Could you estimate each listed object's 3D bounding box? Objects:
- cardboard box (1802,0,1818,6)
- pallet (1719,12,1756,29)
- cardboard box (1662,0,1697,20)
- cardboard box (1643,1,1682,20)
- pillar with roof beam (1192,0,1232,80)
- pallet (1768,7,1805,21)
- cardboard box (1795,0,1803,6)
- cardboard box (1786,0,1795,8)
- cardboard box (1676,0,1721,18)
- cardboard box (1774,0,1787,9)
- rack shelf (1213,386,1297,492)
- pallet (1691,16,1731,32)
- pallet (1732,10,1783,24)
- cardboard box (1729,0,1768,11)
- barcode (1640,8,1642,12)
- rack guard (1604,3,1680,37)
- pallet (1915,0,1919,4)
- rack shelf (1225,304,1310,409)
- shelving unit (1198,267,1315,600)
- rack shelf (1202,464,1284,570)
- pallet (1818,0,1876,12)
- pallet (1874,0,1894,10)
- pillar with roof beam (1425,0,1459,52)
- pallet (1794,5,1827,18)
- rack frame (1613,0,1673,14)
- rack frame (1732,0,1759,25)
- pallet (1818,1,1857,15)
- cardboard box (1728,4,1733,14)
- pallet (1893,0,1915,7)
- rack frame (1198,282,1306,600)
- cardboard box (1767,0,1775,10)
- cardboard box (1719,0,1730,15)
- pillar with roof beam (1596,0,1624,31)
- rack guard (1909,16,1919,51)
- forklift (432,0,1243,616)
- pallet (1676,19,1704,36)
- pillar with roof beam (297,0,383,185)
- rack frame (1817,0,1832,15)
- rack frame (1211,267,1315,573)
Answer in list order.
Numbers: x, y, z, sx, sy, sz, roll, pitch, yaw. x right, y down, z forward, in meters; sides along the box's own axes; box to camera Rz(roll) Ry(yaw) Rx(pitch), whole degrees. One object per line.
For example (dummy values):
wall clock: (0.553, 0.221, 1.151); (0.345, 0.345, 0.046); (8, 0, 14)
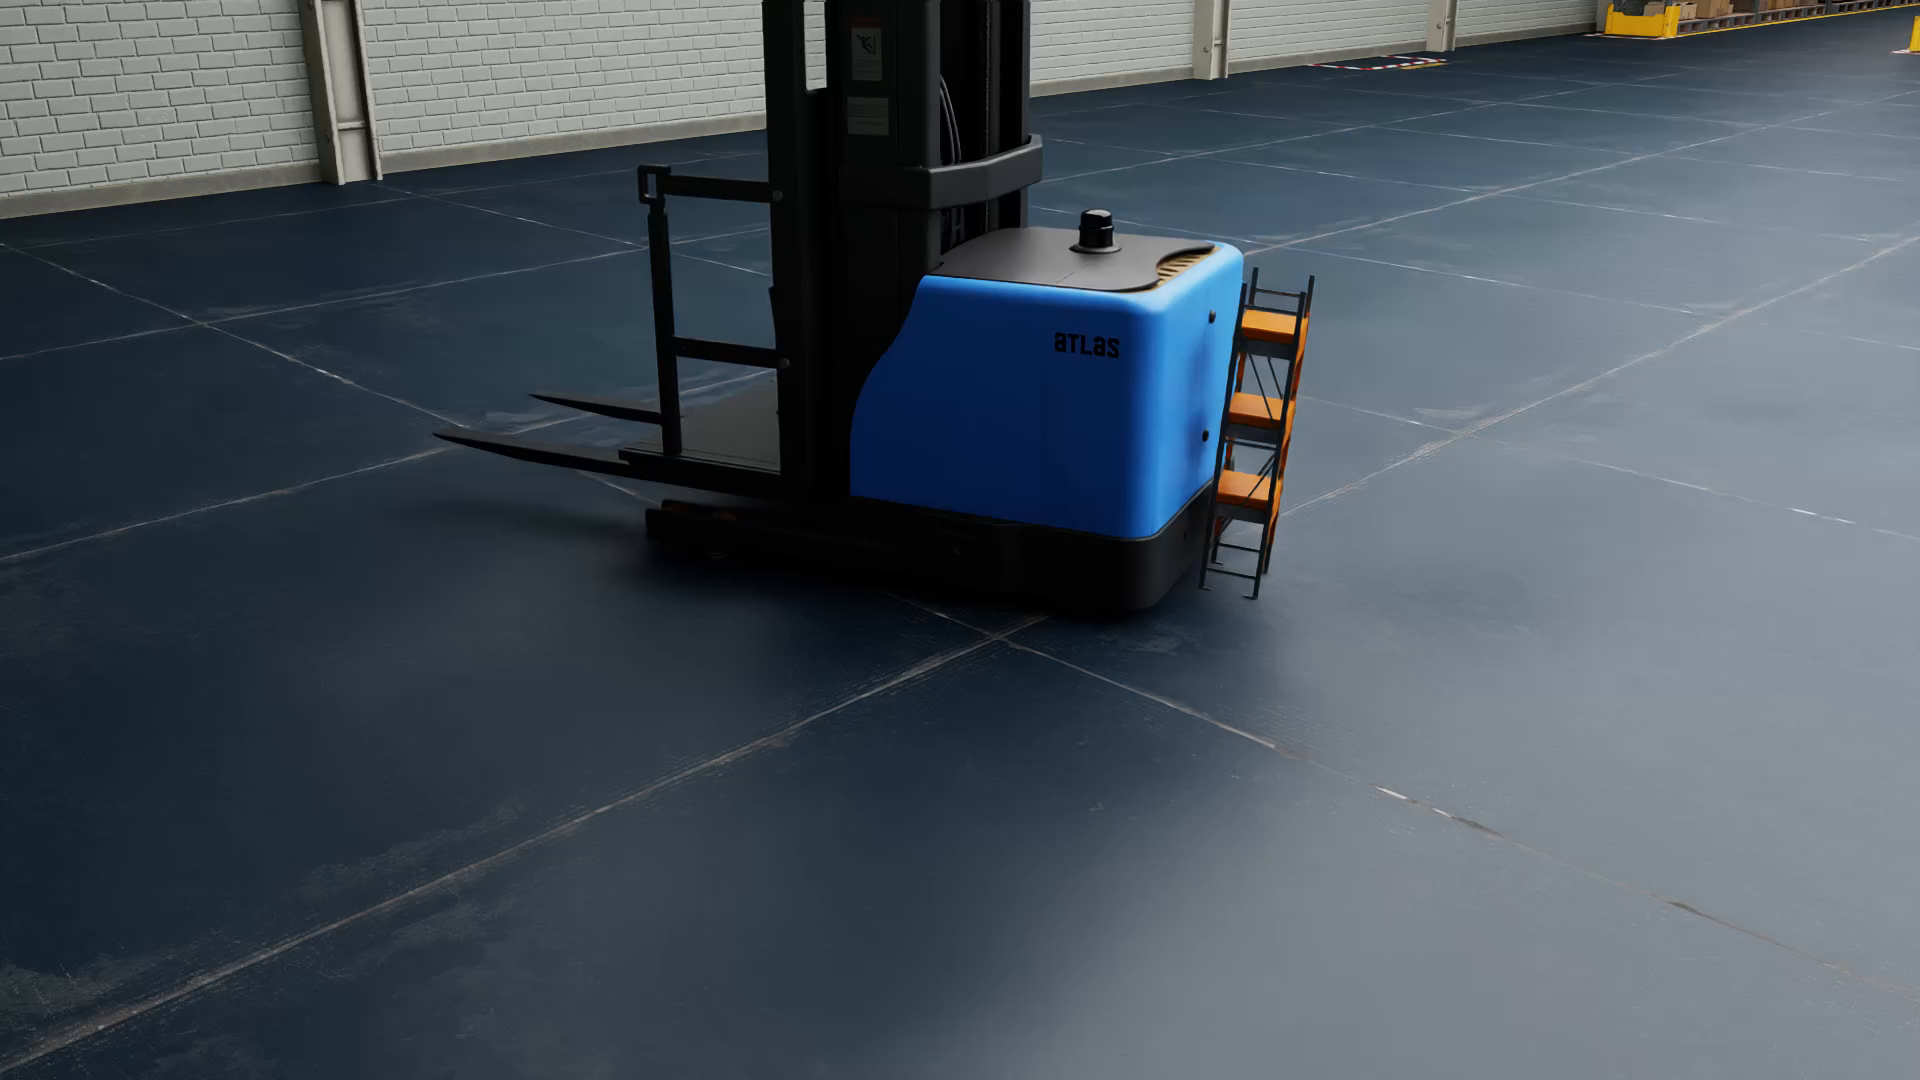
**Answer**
cardboard box: (16.908, -11.081, 33.594); (0.500, 0.500, 0.700); (-20, 29, -41)
pallet: (14.140, -9.729, 31.093); (1.003, 0.211, 1.213); (19, 28, 41)
cardboard box: (12.737, -9.436, 29.579); (0.500, 0.311, 0.500); (-17, 27, -38)
cardboard box: (12.340, -9.290, 29.197); (0.500, 0.311, 0.500); (15, 26, 35)
pillar with roof beam: (6.374, -9.219, 17.516); (9.100, 9.000, 0.400); (19, 28, 41)
pallet: (15.976, -10.426, 32.907); (1.003, 0.211, 1.213); (19, 28, 41)
cardboard box: (16.466, -10.978, 33.325); (0.700, 0.500, 0.500); (19, 28, 41)
cardboard box: (16.139, -10.843, 32.975); (0.700, 0.500, 0.500); (19, 28, 40)
cardboard box: (13.285, -9.701, 30.003); (0.700, 0.500, 0.500); (17, 27, 37)
cardboard box: (15.794, -10.711, 32.631); (0.700, 0.500, 0.500); (20, 28, 41)
rack shelf: (0.975, -0.336, 5.492); (0.215, 0.259, 0.240); (11, 23, 15)
pallet: (13.288, -9.414, 30.273); (1.003, 0.211, 1.213); (19, 28, 41)
pallet: (15.125, -10.111, 32.087); (1.003, 0.211, 1.213); (19, 28, 41)
cardboard box: (15.084, -10.444, 31.937); (0.500, 0.500, 0.700); (-19, 28, -40)
barcode: (12.066, -9.399, 29.468); (0.001, 0.075, 0.075); (19, 28, 41)
rack guard: (11.845, -9.037, 28.889); (1.175, 0.500, 0.348); (19, 28, 41)
pallet: (21.601, -12.458, 38.193); (1.003, 0.211, 1.213); (19, 28, 41)
rack shelf: (0.996, -0.597, 5.384); (0.215, 0.259, 0.240); (11, 23, 15)
shelving unit: (0.976, -0.346, 5.488); (0.215, 1.050, 0.252); (11, 23, 15)
rack shelf: (0.954, -0.080, 5.599); (0.215, 0.259, 0.240); (11, 23, 15)
pallet: (18.828, -11.435, 35.530); (1.003, 0.211, 1.213); (19, 28, 41)
pallet: (19.679, -11.750, 36.350); (1.003, 0.211, 1.213); (19, 28, 41)
pillar with roof beam: (10.560, -10.761, 21.529); (9.100, 9.000, 0.400); (19, 28, 41)
pallet: (16.827, -10.738, 33.719); (1.003, 0.211, 1.213); (19, 28, 41)
rack frame: (11.792, -10.184, 28.390); (1.000, 3.000, 0.127); (19, 28, 41)
rack frame: (14.583, -11.212, 31.065); (1.000, 3.000, 0.127); (19, 28, 41)
pallet: (17.977, -11.123, 34.718); (1.003, 0.211, 1.213); (19, 28, 41)
cardboard box: (14.231, -9.950, 31.117); (0.380, 0.166, 0.250); (15, 26, 34)
pallet: (20.750, -12.143, 37.373); (1.003, 0.211, 1.213); (19, 28, 41)
rack frame: (0.938, -0.304, 5.380); (0.200, 1.050, 0.008); (11, 23, 15)
cardboard box: (15.409, -10.590, 32.316); (0.700, 0.500, 0.500); (19, 28, 40)
cardboard box: (13.887, -9.974, 30.714); (0.500, 0.500, 0.500); (17, 27, 37)
pillar with roof beam: (14.745, -12.303, 25.542); (9.100, 9.000, 0.400); (19, 28, 41)
rack guard: (15.327, -7.772, 25.599); (1.175, 0.500, 0.348); (19, 28, 41)
forklift: (-0.566, -1.462, 5.793); (3.031, 2.935, 1.130); (9, 23, 23)
pallet: (12.437, -9.102, 29.461); (1.003, 0.211, 1.213); (19, 28, 41)
pillar with roof beam: (-1.997, -6.134, 9.491); (9.100, 9.000, 0.400); (19, 28, 41)
rack frame: (17.373, -12.240, 33.740); (1.000, 3.000, 0.127); (19, 28, 41)
rack frame: (1.013, -0.387, 5.597); (0.200, 1.050, 0.008); (11, 23, 15)
